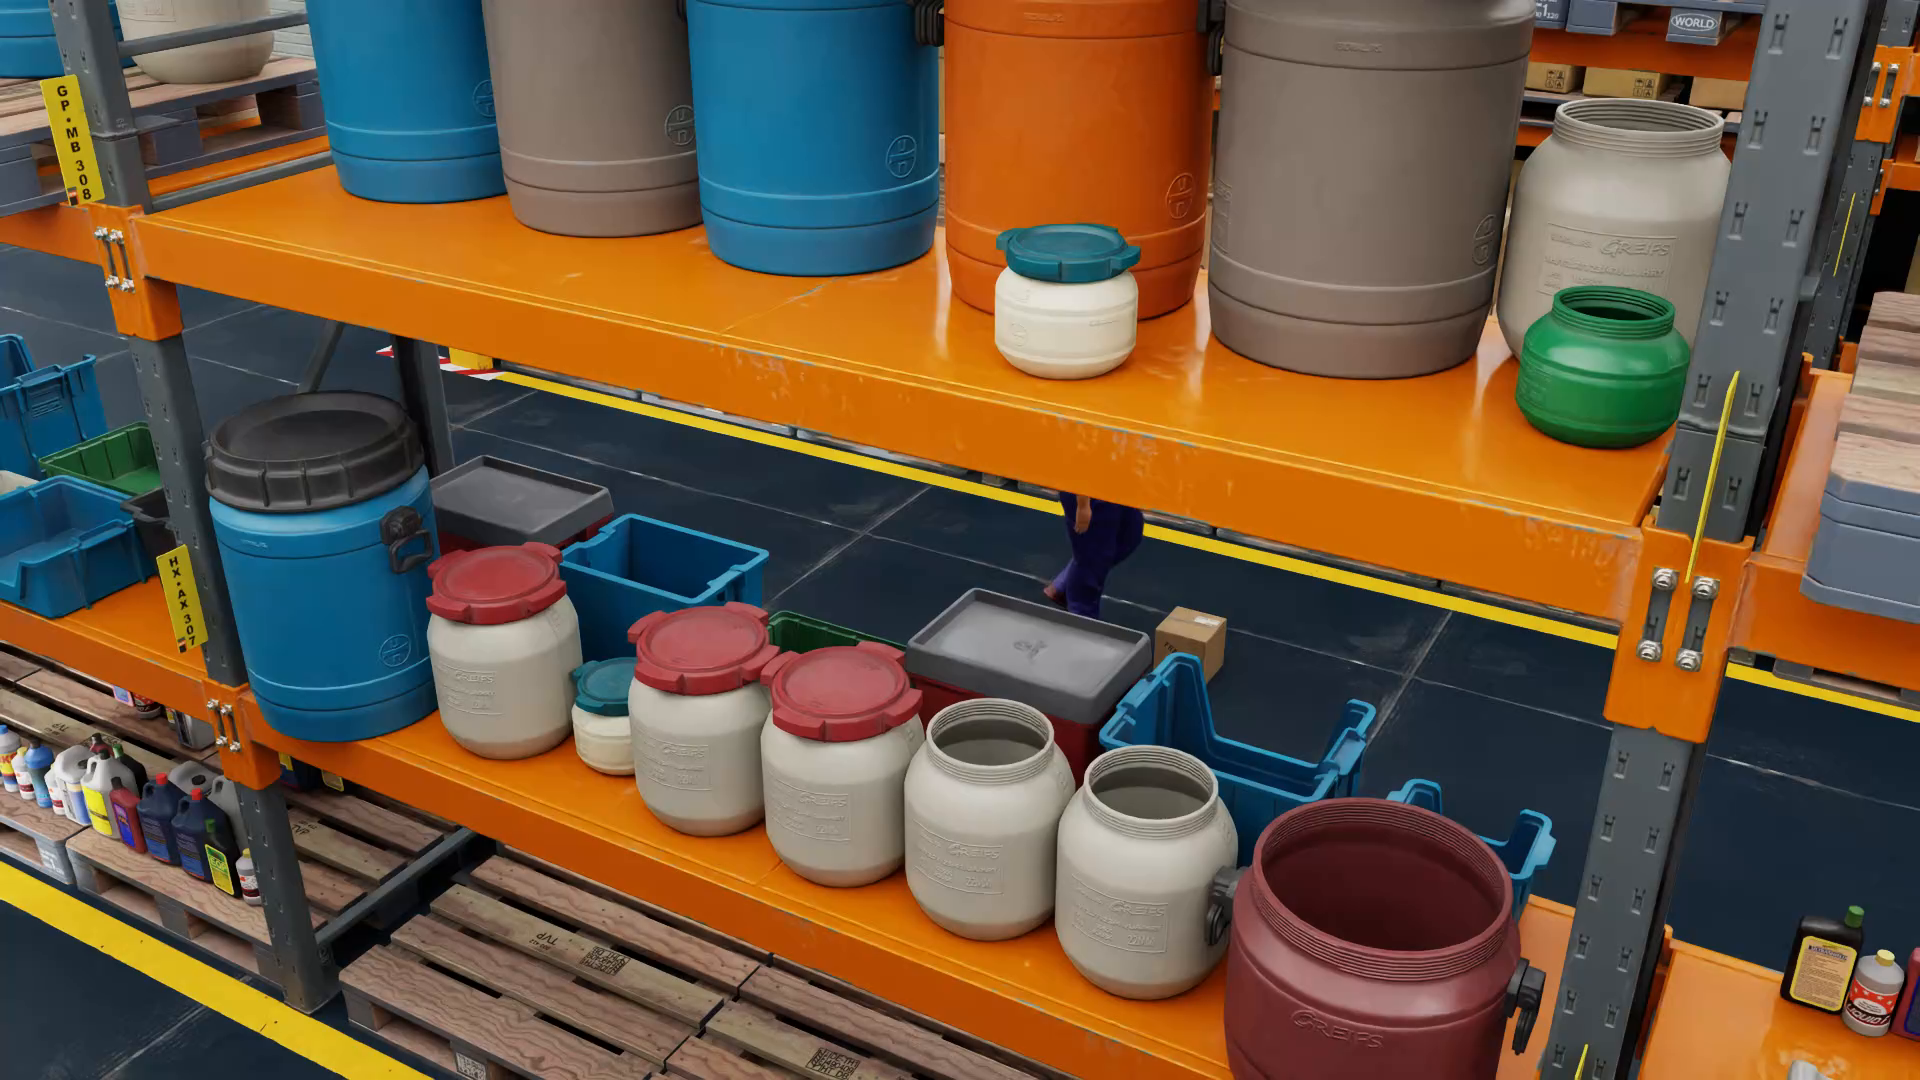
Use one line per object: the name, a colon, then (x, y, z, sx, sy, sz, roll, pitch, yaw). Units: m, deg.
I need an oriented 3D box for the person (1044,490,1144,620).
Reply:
person: (0.603, -0.251, 7.600, 0.443, 1.646, 0.501, 7, 28, 14)
